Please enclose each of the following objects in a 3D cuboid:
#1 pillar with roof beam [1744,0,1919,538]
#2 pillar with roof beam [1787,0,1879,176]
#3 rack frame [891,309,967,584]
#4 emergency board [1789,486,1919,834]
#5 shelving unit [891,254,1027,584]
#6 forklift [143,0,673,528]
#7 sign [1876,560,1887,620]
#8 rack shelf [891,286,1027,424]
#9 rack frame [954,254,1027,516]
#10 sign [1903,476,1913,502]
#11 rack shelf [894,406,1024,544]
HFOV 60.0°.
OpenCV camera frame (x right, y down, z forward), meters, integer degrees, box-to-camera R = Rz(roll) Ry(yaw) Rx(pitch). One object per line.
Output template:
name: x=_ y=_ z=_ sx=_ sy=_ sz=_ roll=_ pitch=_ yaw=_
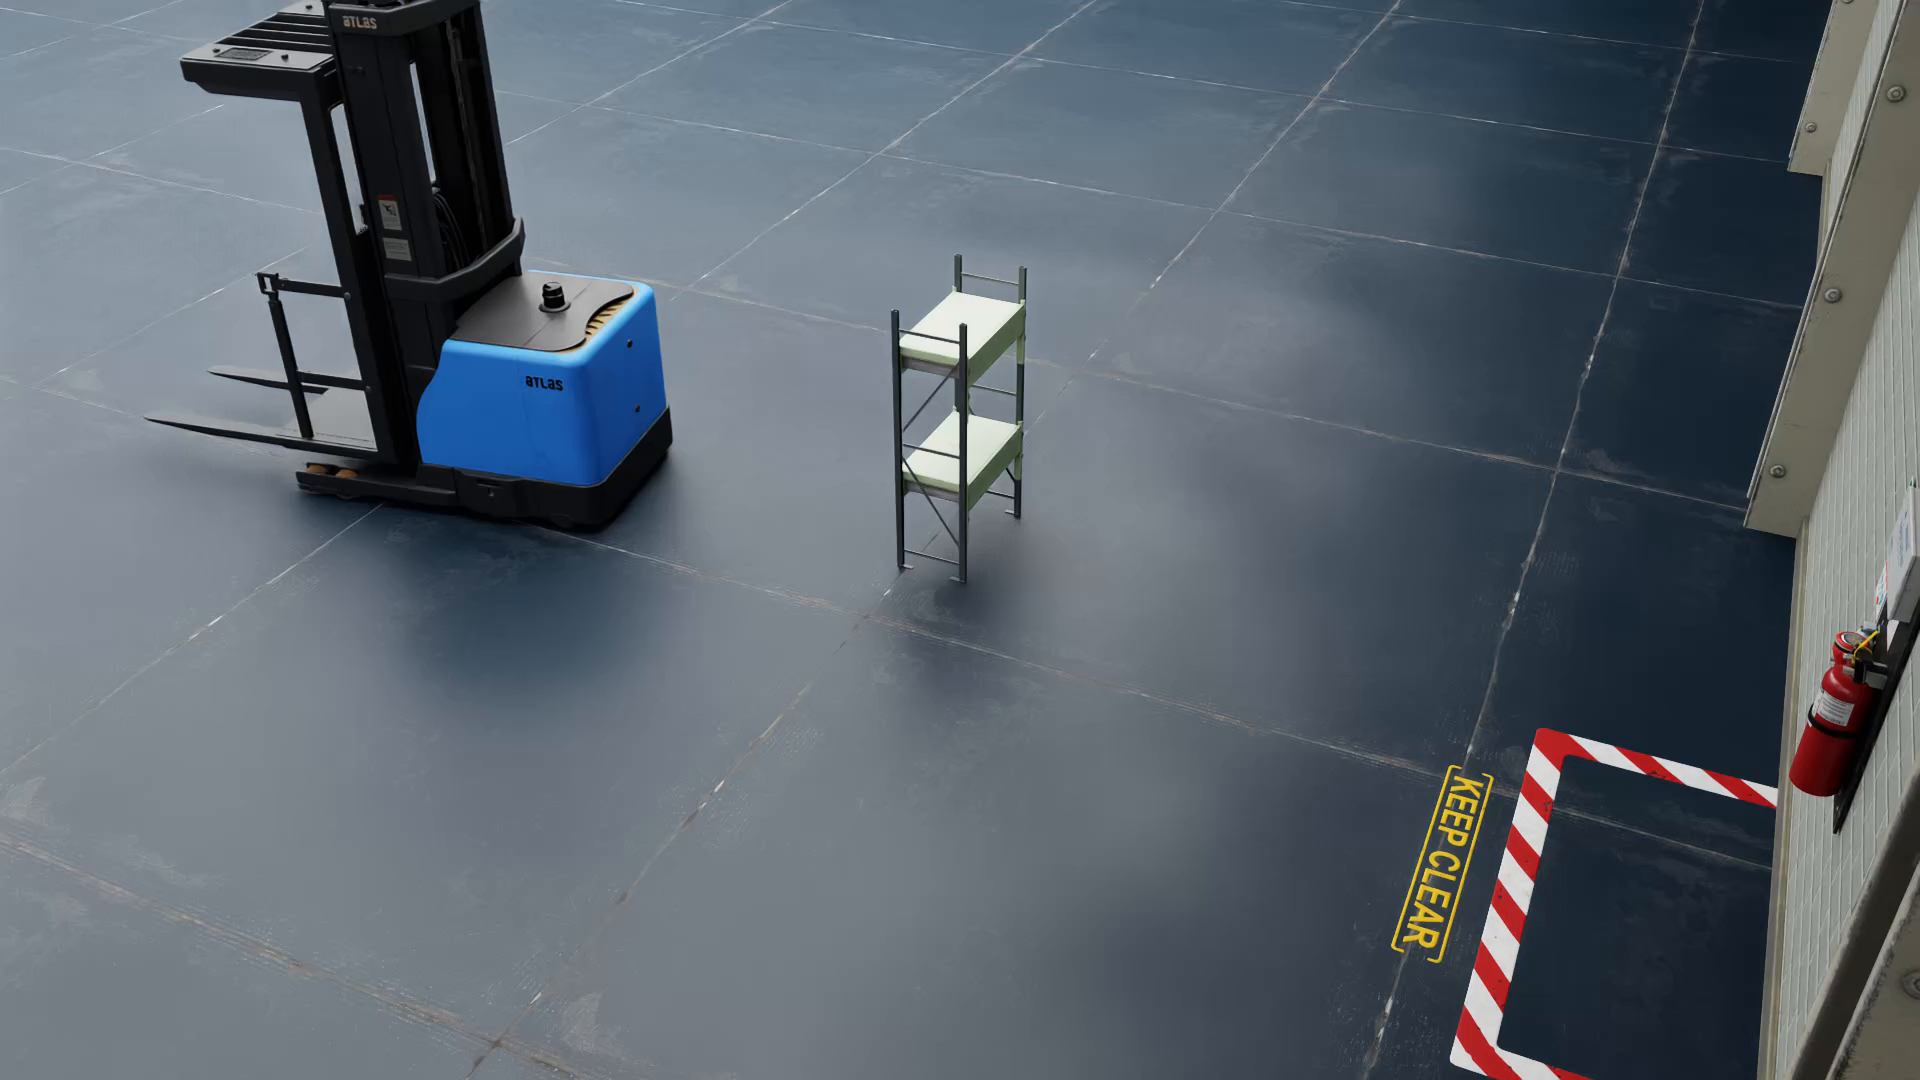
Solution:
pillar with roof beam: x=0.661 y=-4.886 z=8.364 sx=9.100 sy=9.000 sz=0.400 roll=14 pitch=36 yaw=20
pillar with roof beam: x=3.172 y=-7.875 z=12.921 sx=9.100 sy=9.000 sz=0.400 roll=14 pitch=36 yaw=20
rack frame: x=-0.150 y=-0.448 z=8.434 sx=0.400 sy=1.500 sz=0.023 roll=14 pitch=36 yaw=20
emergency board: x=3.130 y=0.376 z=5.809 sx=0.194 sy=1.169 sz=0.643 roll=14 pitch=36 yaw=20
shelving unit: x=0.003 y=-0.631 z=8.712 sx=0.431 sy=1.500 sz=0.755 roll=14 pitch=36 yaw=20
forklift: x=-3.280 y=-1.728 z=9.081 sx=3.031 sy=2.935 sz=1.130 roll=8 pitch=34 yaw=12
sign: x=3.455 y=0.110 z=6.183 sx=0.001 sy=0.329 sz=0.234 roll=14 pitch=36 yaw=20
rack shelf: x=0.003 y=-0.957 z=8.498 sx=0.431 sy=0.370 sz=0.720 roll=14 pitch=36 yaw=20
rack frame: x=0.156 y=-0.813 z=8.990 sx=0.400 sy=1.500 sz=0.023 roll=14 pitch=36 yaw=20
sign: x=3.445 y=-0.112 z=6.037 sx=0.001 sy=0.109 sz=0.331 roll=14 pitch=36 yaw=20
rack shelf: x=0.003 y=-0.358 z=8.891 sx=0.431 sy=0.370 sz=0.720 roll=14 pitch=36 yaw=20
